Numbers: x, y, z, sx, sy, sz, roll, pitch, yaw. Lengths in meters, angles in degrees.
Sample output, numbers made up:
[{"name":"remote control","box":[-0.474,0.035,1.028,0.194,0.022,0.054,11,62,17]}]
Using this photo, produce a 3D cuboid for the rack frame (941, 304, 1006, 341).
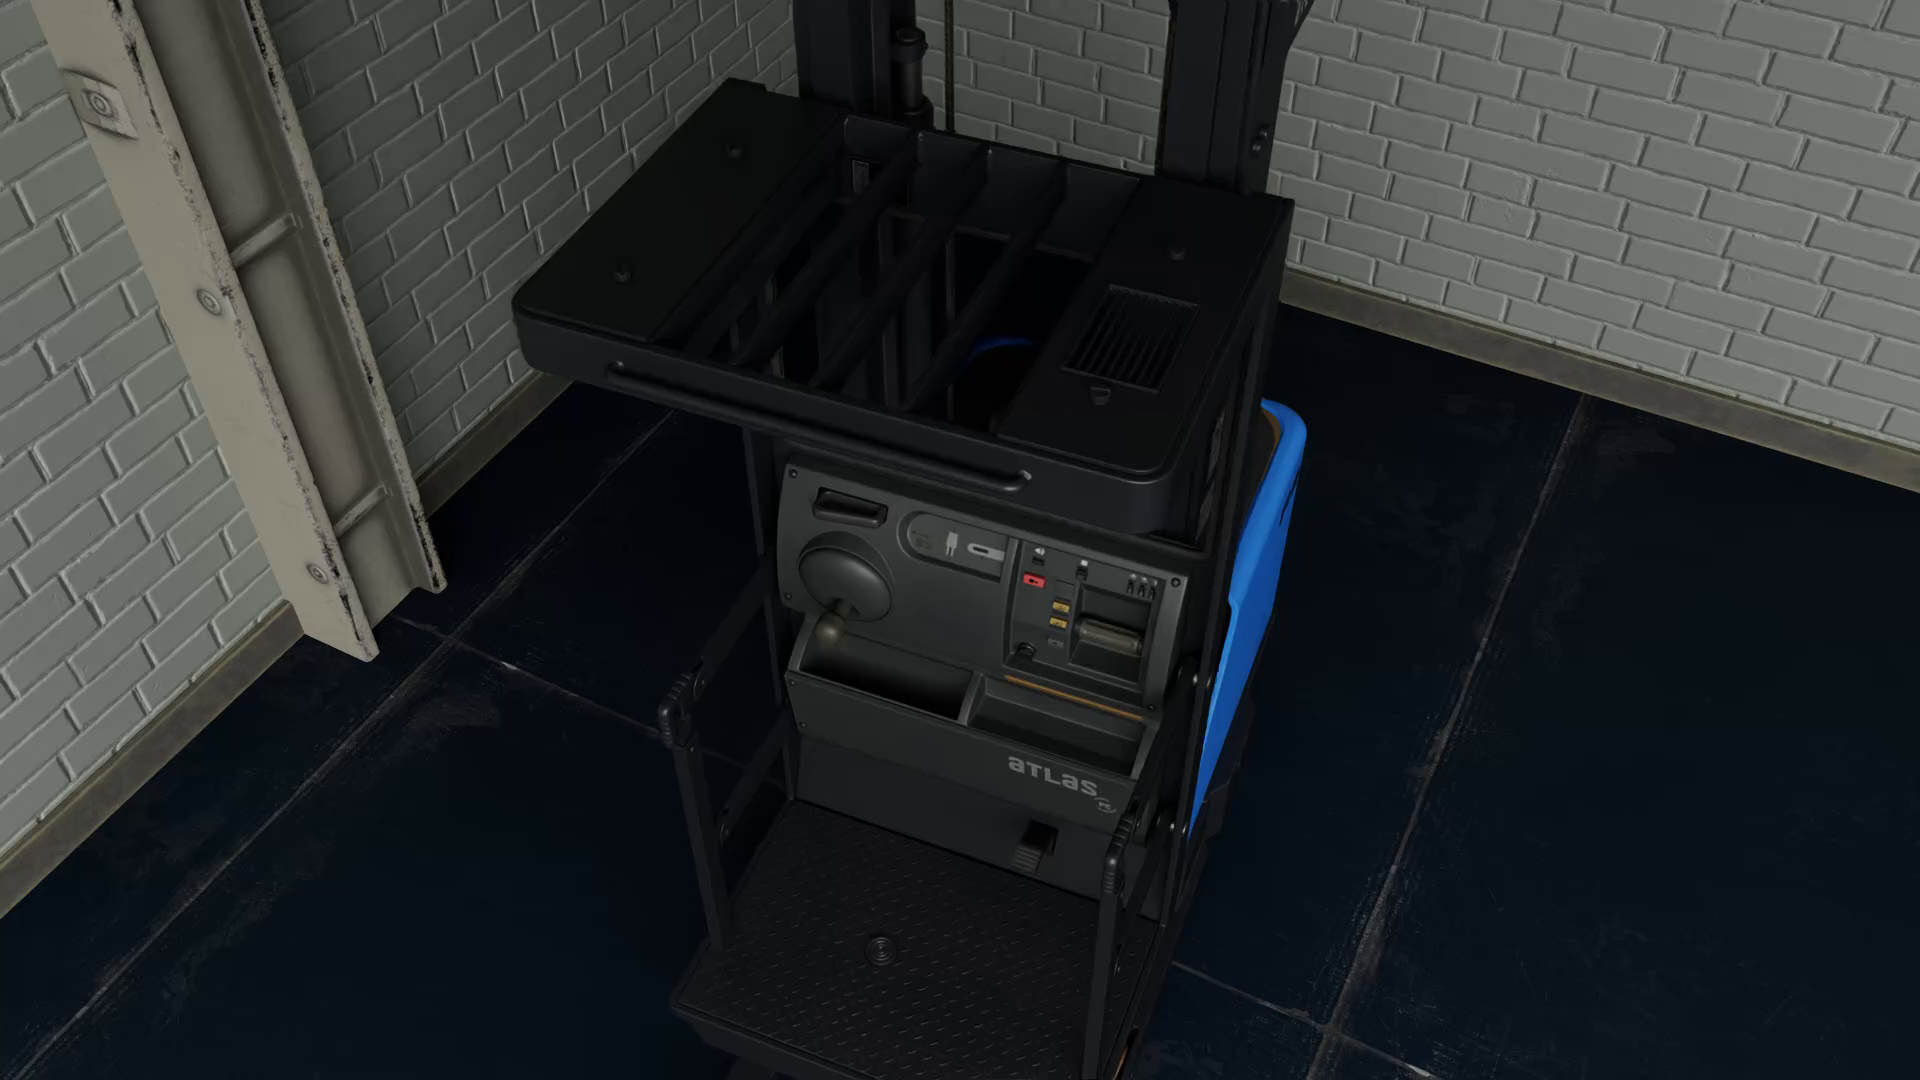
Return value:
[{"name":"rack frame","box":[0.041,-0.374,5.487,0.240,0.900,0.006,26,51,24]}]

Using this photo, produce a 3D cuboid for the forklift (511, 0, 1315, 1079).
[{"name":"forklift","box":[-0.047,0.202,3.490,1.130,2.935,3.031,16,48,15]}]

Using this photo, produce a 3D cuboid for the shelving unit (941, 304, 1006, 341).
[{"name":"shelving unit","box":[-0.017,-0.315,5.429,0.258,0.900,0.210,26,51,24]}]

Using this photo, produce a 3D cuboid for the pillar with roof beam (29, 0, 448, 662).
[{"name":"pillar with roof beam","box":[1.863,-1.522,0.927,9.100,9.000,0.400,20,49,19]}]
